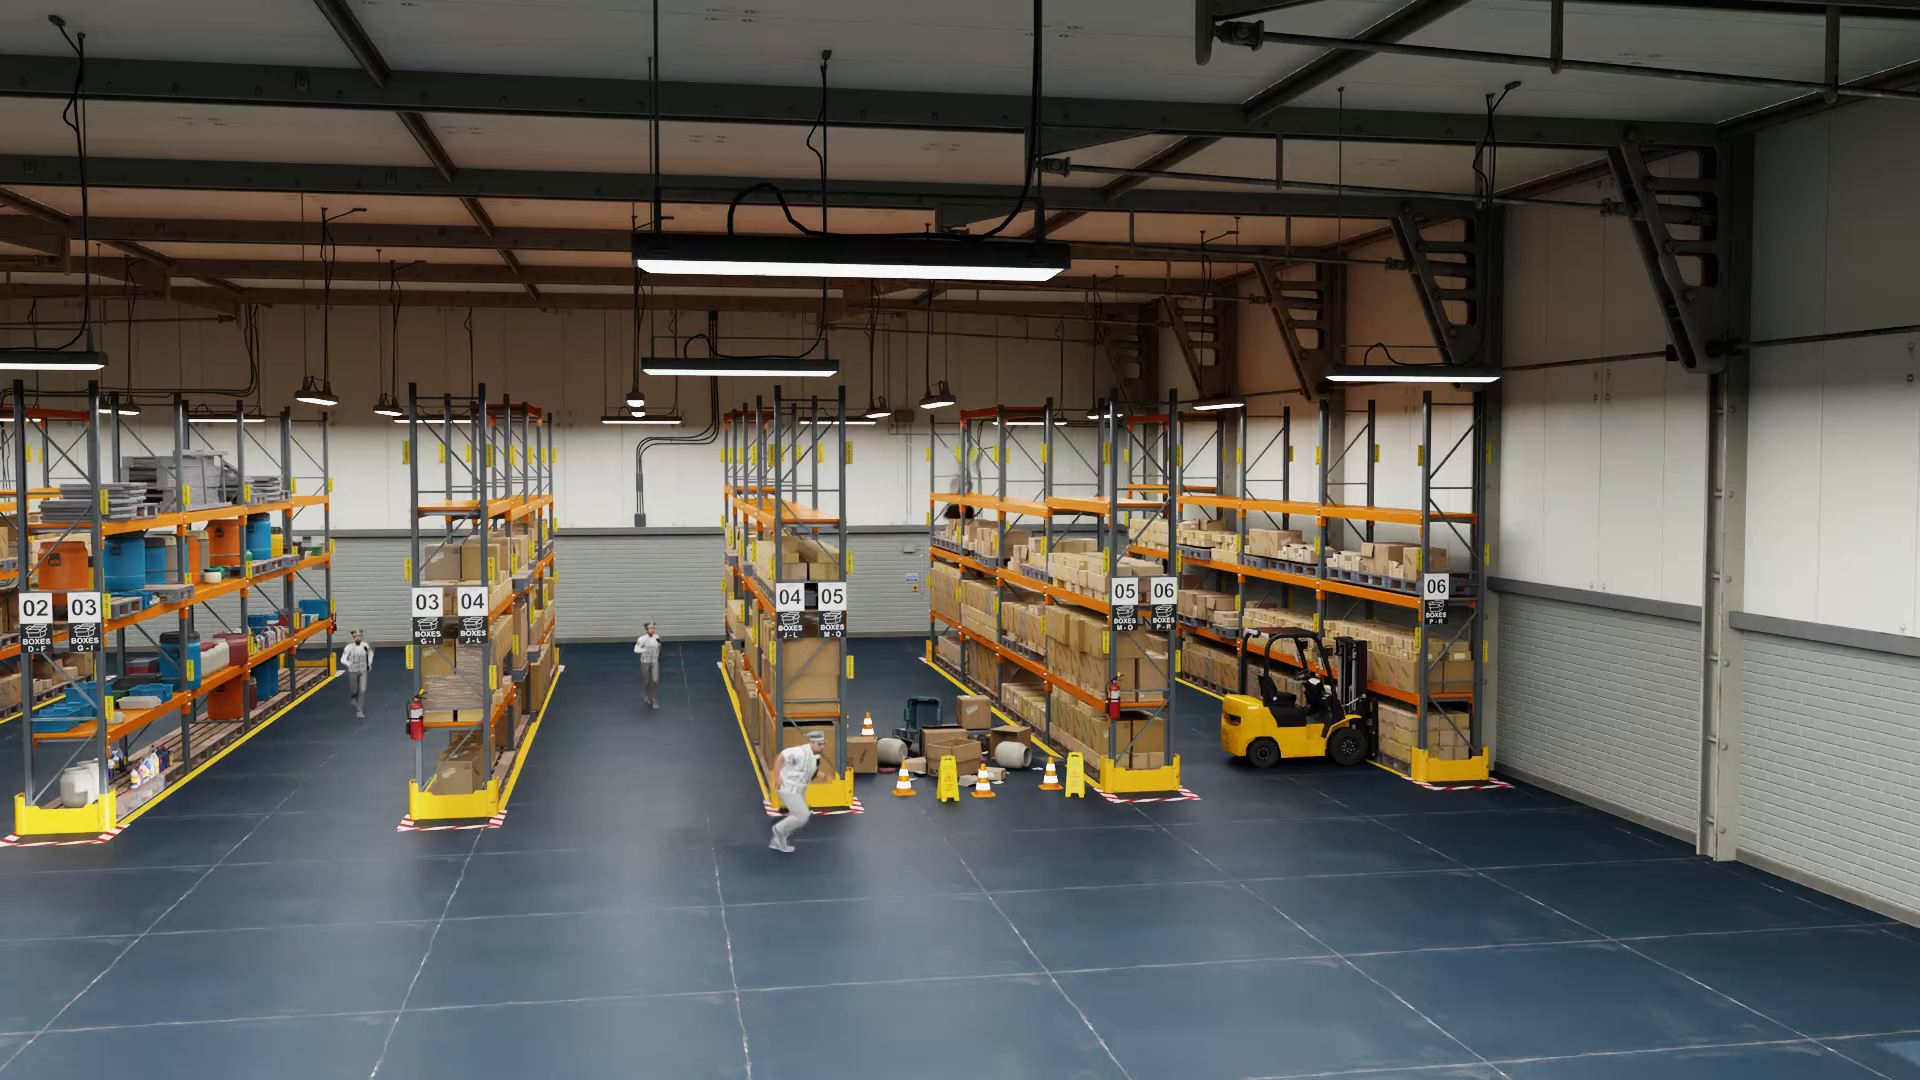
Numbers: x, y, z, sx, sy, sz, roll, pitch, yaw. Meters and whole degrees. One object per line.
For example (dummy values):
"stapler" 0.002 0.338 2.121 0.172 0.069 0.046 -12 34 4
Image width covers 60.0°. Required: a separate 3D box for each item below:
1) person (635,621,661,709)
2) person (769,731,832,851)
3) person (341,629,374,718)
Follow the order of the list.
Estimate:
"person" -6.208 2.483 33.149 0.583 1.747 0.801 -1 3 -22
"person" -2.023 3.162 20.824 0.871 1.573 0.695 1 3 26
"person" -11.625 2.560 32.118 0.624 1.711 0.817 -1 3 -27
